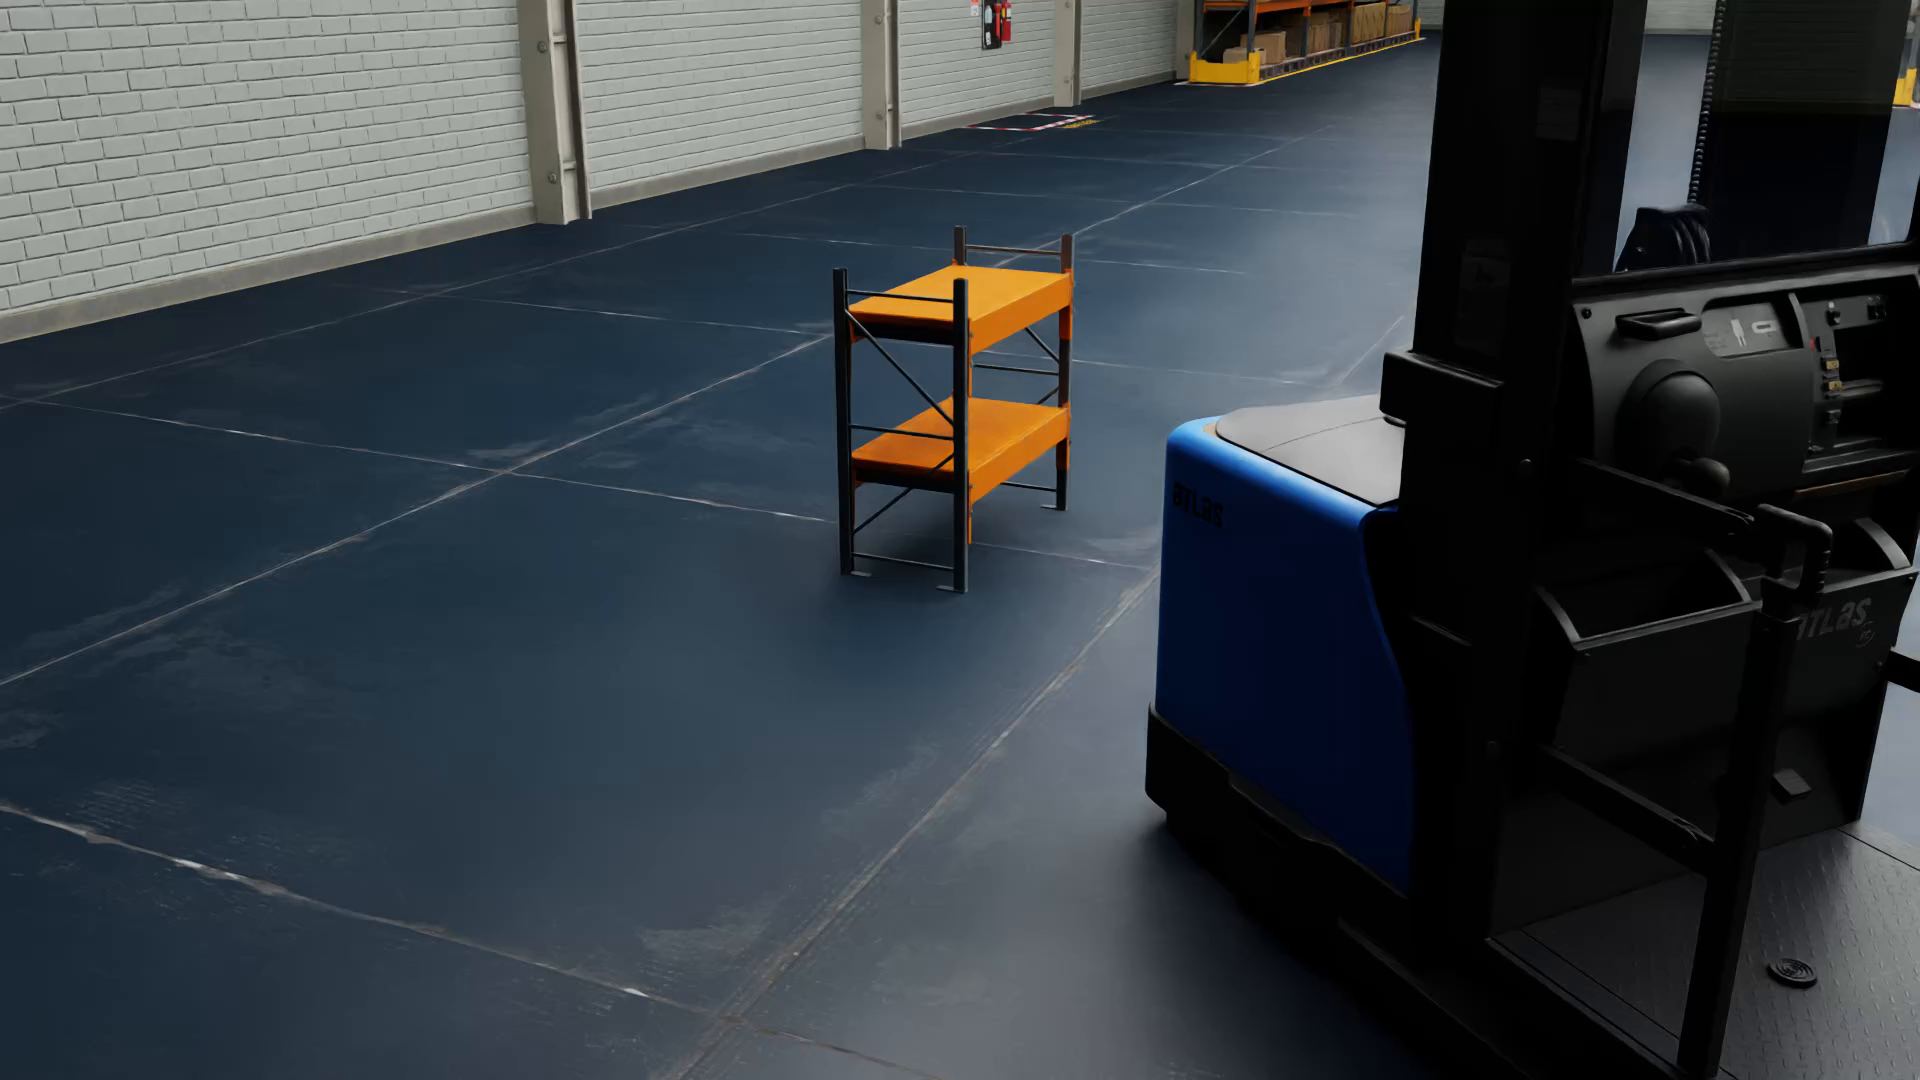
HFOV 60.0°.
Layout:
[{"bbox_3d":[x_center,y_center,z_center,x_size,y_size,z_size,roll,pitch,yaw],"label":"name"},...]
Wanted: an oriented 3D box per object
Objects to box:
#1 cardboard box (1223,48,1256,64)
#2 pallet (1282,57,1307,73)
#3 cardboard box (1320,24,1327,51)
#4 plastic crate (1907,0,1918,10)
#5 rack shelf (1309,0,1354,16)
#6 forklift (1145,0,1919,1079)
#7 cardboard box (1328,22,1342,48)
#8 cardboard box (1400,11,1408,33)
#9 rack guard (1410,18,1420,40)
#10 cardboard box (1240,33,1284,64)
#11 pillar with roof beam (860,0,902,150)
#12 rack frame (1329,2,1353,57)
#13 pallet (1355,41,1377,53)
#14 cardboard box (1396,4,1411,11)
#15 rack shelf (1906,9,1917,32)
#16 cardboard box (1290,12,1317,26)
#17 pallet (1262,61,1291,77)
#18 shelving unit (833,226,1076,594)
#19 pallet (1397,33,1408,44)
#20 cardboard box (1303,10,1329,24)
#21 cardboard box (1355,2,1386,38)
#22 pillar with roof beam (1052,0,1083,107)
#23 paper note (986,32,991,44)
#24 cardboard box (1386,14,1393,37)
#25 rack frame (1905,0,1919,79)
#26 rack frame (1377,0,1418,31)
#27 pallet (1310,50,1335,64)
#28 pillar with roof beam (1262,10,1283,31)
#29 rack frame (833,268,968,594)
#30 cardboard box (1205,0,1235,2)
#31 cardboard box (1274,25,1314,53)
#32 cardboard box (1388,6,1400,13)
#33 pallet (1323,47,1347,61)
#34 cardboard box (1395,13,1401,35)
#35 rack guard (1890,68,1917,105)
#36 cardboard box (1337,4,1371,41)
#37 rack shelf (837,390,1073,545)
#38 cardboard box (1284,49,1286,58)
[{"bbox_3d":[4.883,-8.429,29.050,0.500,0.311,0.500,6,20,17],"label":"cardboard box"},{"bbox_3d":[5.912,-8.988,31.427,1.003,0.211,1.213,9,21,23],"label":"pallet"},{"bbox_3d":[7.051,-10.240,33.860,0.700,0.500,0.500,8,21,22],"label":"cardboard box"},{"bbox_3d":[14.216,-8.035,24.980,0.298,0.136,0.250,9,21,23],"label":"plastic crate"},{"bbox_3d":[6.974,-10.785,33.391,1.077,0.370,4.000,9,21,23],"label":"rack shelf"},{"bbox_3d":[1.587,-0.287,2.901,1.130,2.935,3.031,-9,22,-24],"label":"forklift"},{"bbox_3d":[7.546,-10.537,34.696,0.700,0.500,0.500,9,21,23],"label":"cardboard box"},{"bbox_3d":[10.669,-12.820,41.144,0.700,0.500,0.500,8,21,23],"label":"cardboard box"},{"bbox_3d":[11.079,-13.010,42.305,1.175,0.500,0.348,9,21,23],"label":"rack guard"},{"bbox_3d":[5.462,-8.910,30.119,0.700,0.500,0.500,7,21,19],"label":"cardboard box"},{"bbox_3d":[3.028,-8.190,16.067,9.100,9.000,0.400,9,21,23],"label":"pillar with roof beam"},{"bbox_3d":[7.793,-11.735,34.989,1.000,3.000,0.127,9,21,23],"label":"rack frame"},{"bbox_3d":[8.686,-11.023,37.150,1.003,0.211,1.213,9,21,23],"label":"pallet"},{"bbox_3d":[10.987,-13.214,41.285,0.380,0.149,0.250,8,21,22],"label":"cardboard box"},{"bbox_3d":[14.375,-8.202,26.130,1.077,0.370,4.000,9,21,23],"label":"rack shelf"},{"bbox_3d":[6.828,-10.417,33.238,0.500,0.250,0.500,8,21,21],"label":"cardboard box"},{"bbox_3d":[5.414,-8.614,30.375,1.003,0.211,1.213,9,21,23],"label":"pallet"},{"bbox_3d":[0.003,-0.532,6.286,0.538,1.125,1.048,9,21,23],"label":"shelving unit"},{"bbox_3d":[10.312,-12.240,40.571,1.003,0.211,1.213,9,21,23],"label":"pallet"},{"bbox_3d":[7.255,-10.725,34.104,0.500,0.250,0.500,9,21,24],"label":"cardboard box"},{"bbox_3d":[9.284,-11.926,38.109,0.750,0.750,0.750,9,21,23],"label":"cardboard box"},{"bbox_3d":[5.485,-10.024,21.225,9.100,9.000,0.400,9,21,23],"label":"pillar with roof beam"},{"bbox_3d":[0.376,-6.578,21.803,0.016,0.148,0.142,9,21,23],"label":"paper note"},{"bbox_3d":[9.831,-12.192,39.379,0.700,0.500,0.500,9,21,23],"label":"cardboard box"},{"bbox_3d":[13.556,-7.930,24.290,1.000,3.000,0.127,9,21,23],"label":"rack frame"},{"bbox_3d":[11.069,-14.181,41.866,1.000,3.000,0.127,9,21,23],"label":"rack frame"},{"bbox_3d":[6.971,-9.811,33.741,1.003,0.211,1.213,9,21,23],"label":"pallet"},{"bbox_3d":[10.399,-13.692,31.539,9.100,9.000,0.400,9,21,23],"label":"pillar with roof beam"},{"bbox_3d":[-0.205,-0.377,5.849,0.500,1.125,0.032,9,21,23],"label":"rack frame"},{"bbox_3d":[4.532,-9.398,28.611,0.500,0.250,0.500,9,21,23],"label":"cardboard box"},{"bbox_3d":[6.607,-9.934,32.999,0.700,0.500,0.500,8,21,22],"label":"cardboard box"},{"bbox_3d":[10.351,-12.737,39.943,0.380,0.149,0.250,8,21,21],"label":"cardboard box"},{"bbox_3d":[7.472,-10.182,34.785,1.003,0.211,1.213,9,21,23],"label":"pallet"},{"bbox_3d":[10.252,-12.502,40.250,0.700,0.500,0.500,9,22,24],"label":"cardboard box"},{"bbox_3d":[13.544,-6.782,24.793,1.175,0.500,0.348,9,21,23],"label":"rack guard"},{"bbox_3d":[8.579,-11.394,36.611,0.750,0.750,0.750,8,21,22],"label":"cardboard box"},{"bbox_3d":[0.003,-0.302,6.368,0.538,0.278,1.000,9,21,23],"label":"rack shelf"},{"bbox_3d":[5.964,-9.217,31.481,0.380,0.166,0.250,6,20,16],"label":"cardboard box"}]
